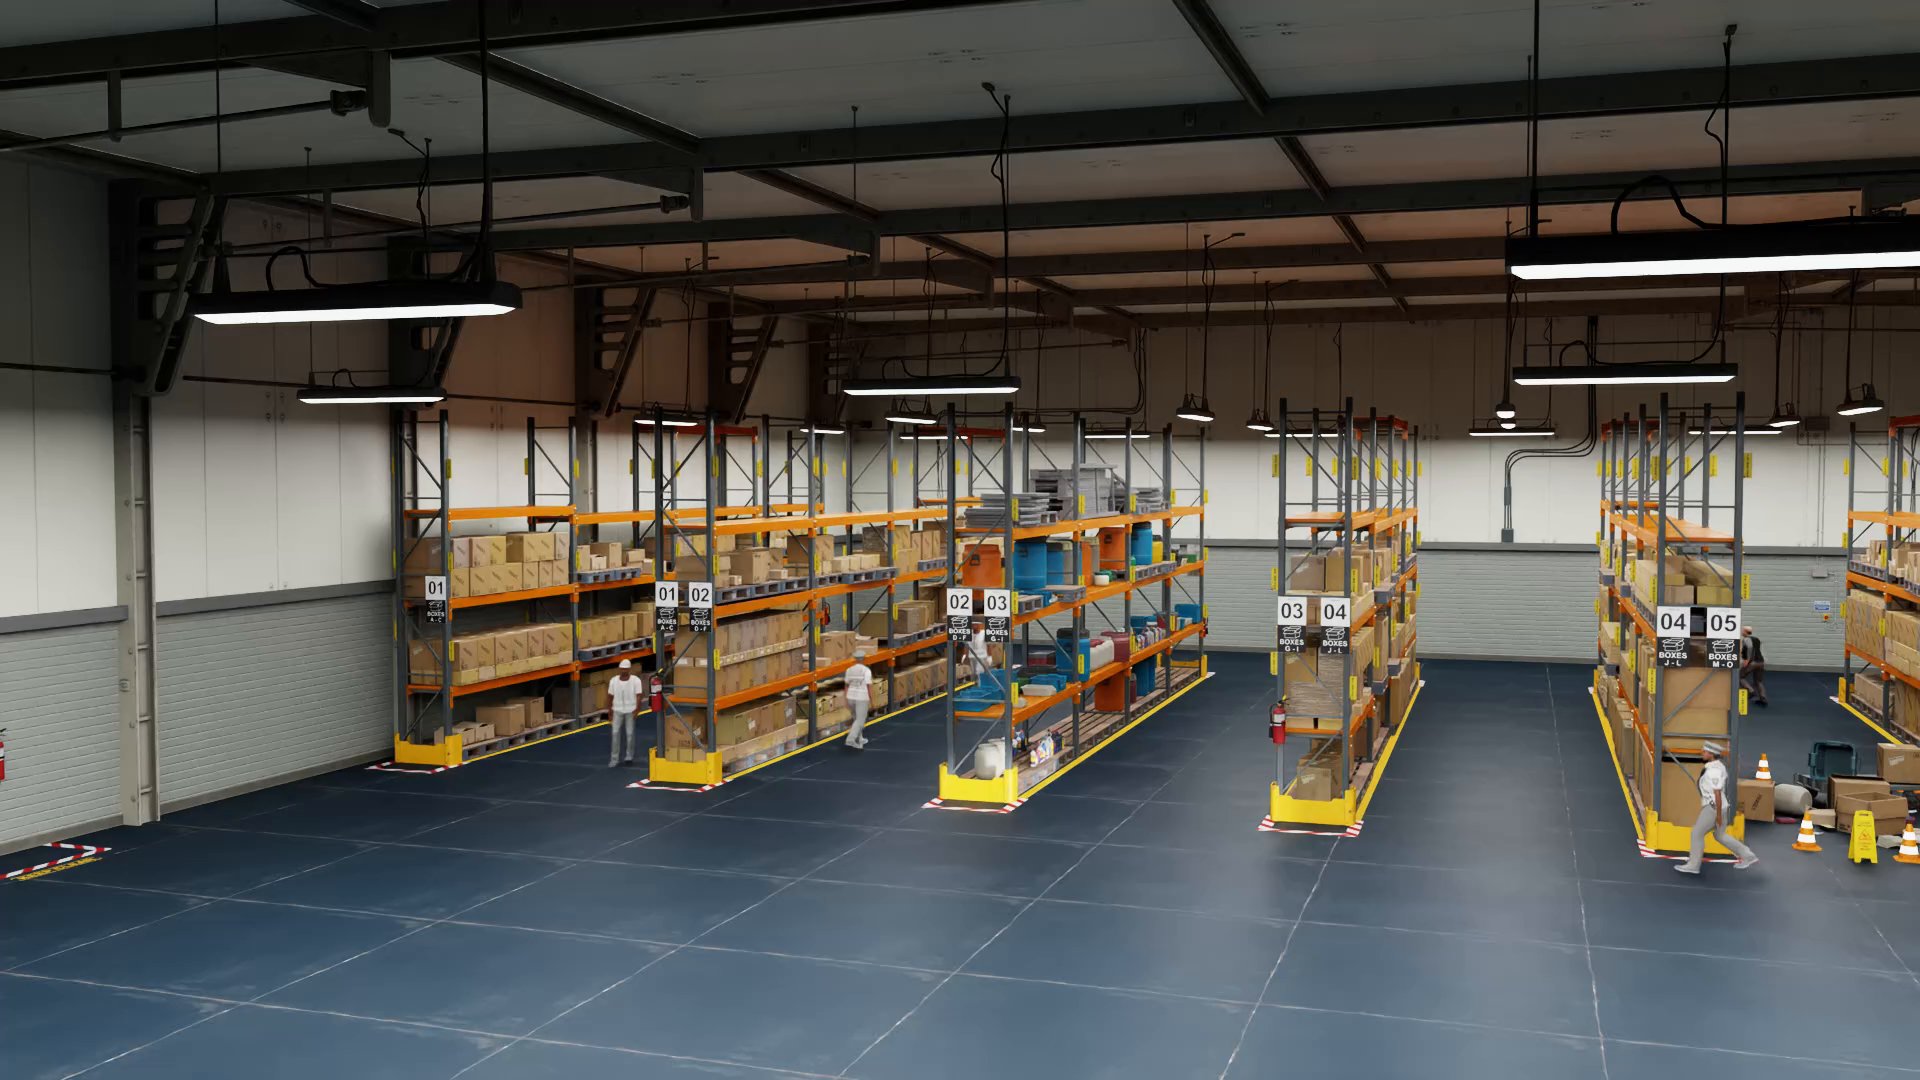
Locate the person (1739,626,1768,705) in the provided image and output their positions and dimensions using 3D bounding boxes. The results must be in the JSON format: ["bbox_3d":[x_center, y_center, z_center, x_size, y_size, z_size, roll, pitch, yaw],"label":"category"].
[{"bbox_3d":[16.937,2.666,35.601,0.590,1.622,0.862,-1,3,-16],"label":"person"}]

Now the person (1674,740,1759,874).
[{"bbox_3d":[9.315,3.288,20.446,0.965,1.642,0.448,1,3,19],"label":"person"}]

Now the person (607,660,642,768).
[{"bbox_3d":[-5.684,2.922,28.157,0.589,1.782,0.748,0,2,-6],"label":"person"}]

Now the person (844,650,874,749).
[{"bbox_3d":[-1.806,2.851,29.672,0.595,1.742,0.956,2,3,36],"label":"person"}]

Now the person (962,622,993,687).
[{"bbox_3d":[0.305,2.571,35.892,0.607,1.776,0.773,2,3,35],"label":"person"}]
